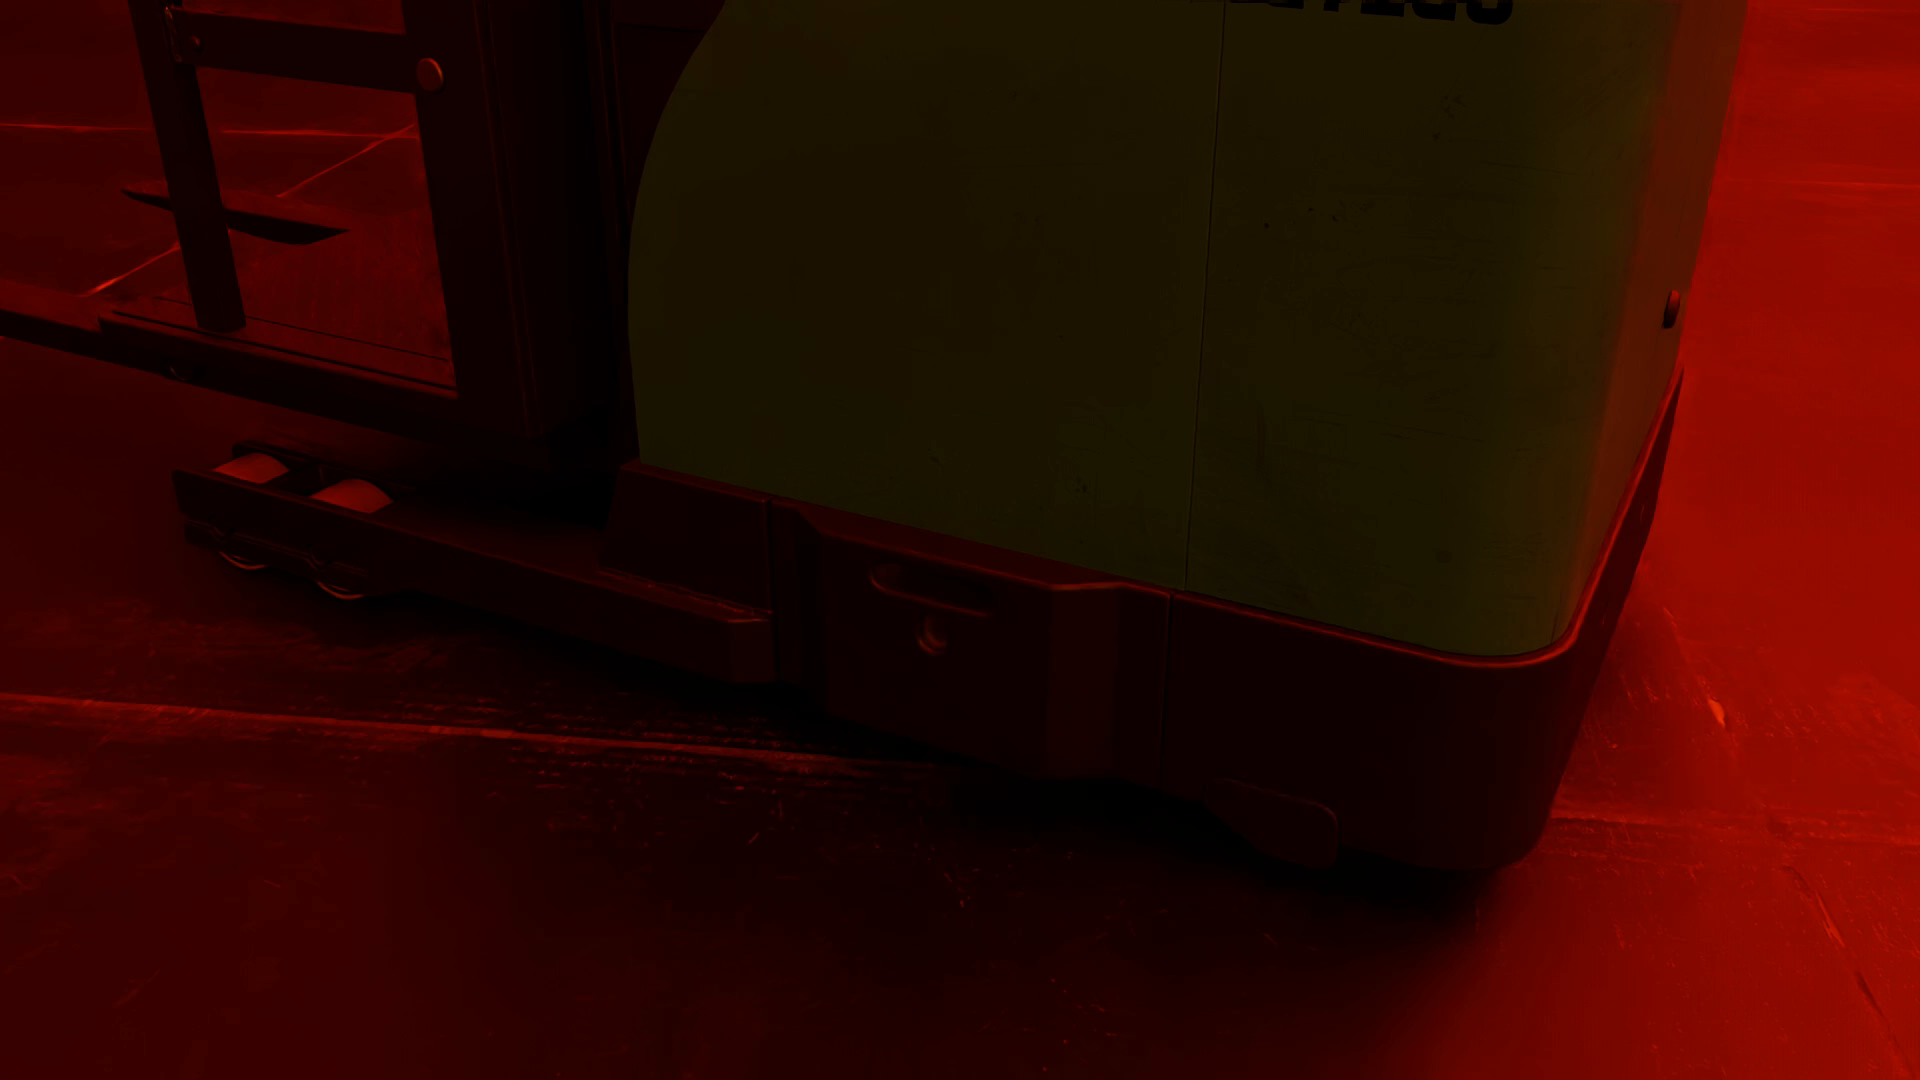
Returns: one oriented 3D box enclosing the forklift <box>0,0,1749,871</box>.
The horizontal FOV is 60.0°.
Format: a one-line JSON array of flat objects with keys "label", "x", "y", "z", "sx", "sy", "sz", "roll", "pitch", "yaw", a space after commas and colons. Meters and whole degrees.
[{"label": "forklift", "x": -0.544, "y": -1.420, "z": 2.064, "sx": 3.031, "sy": 2.935, "sz": 1.130, "roll": 13, "pitch": 29, "yaw": 25}]
